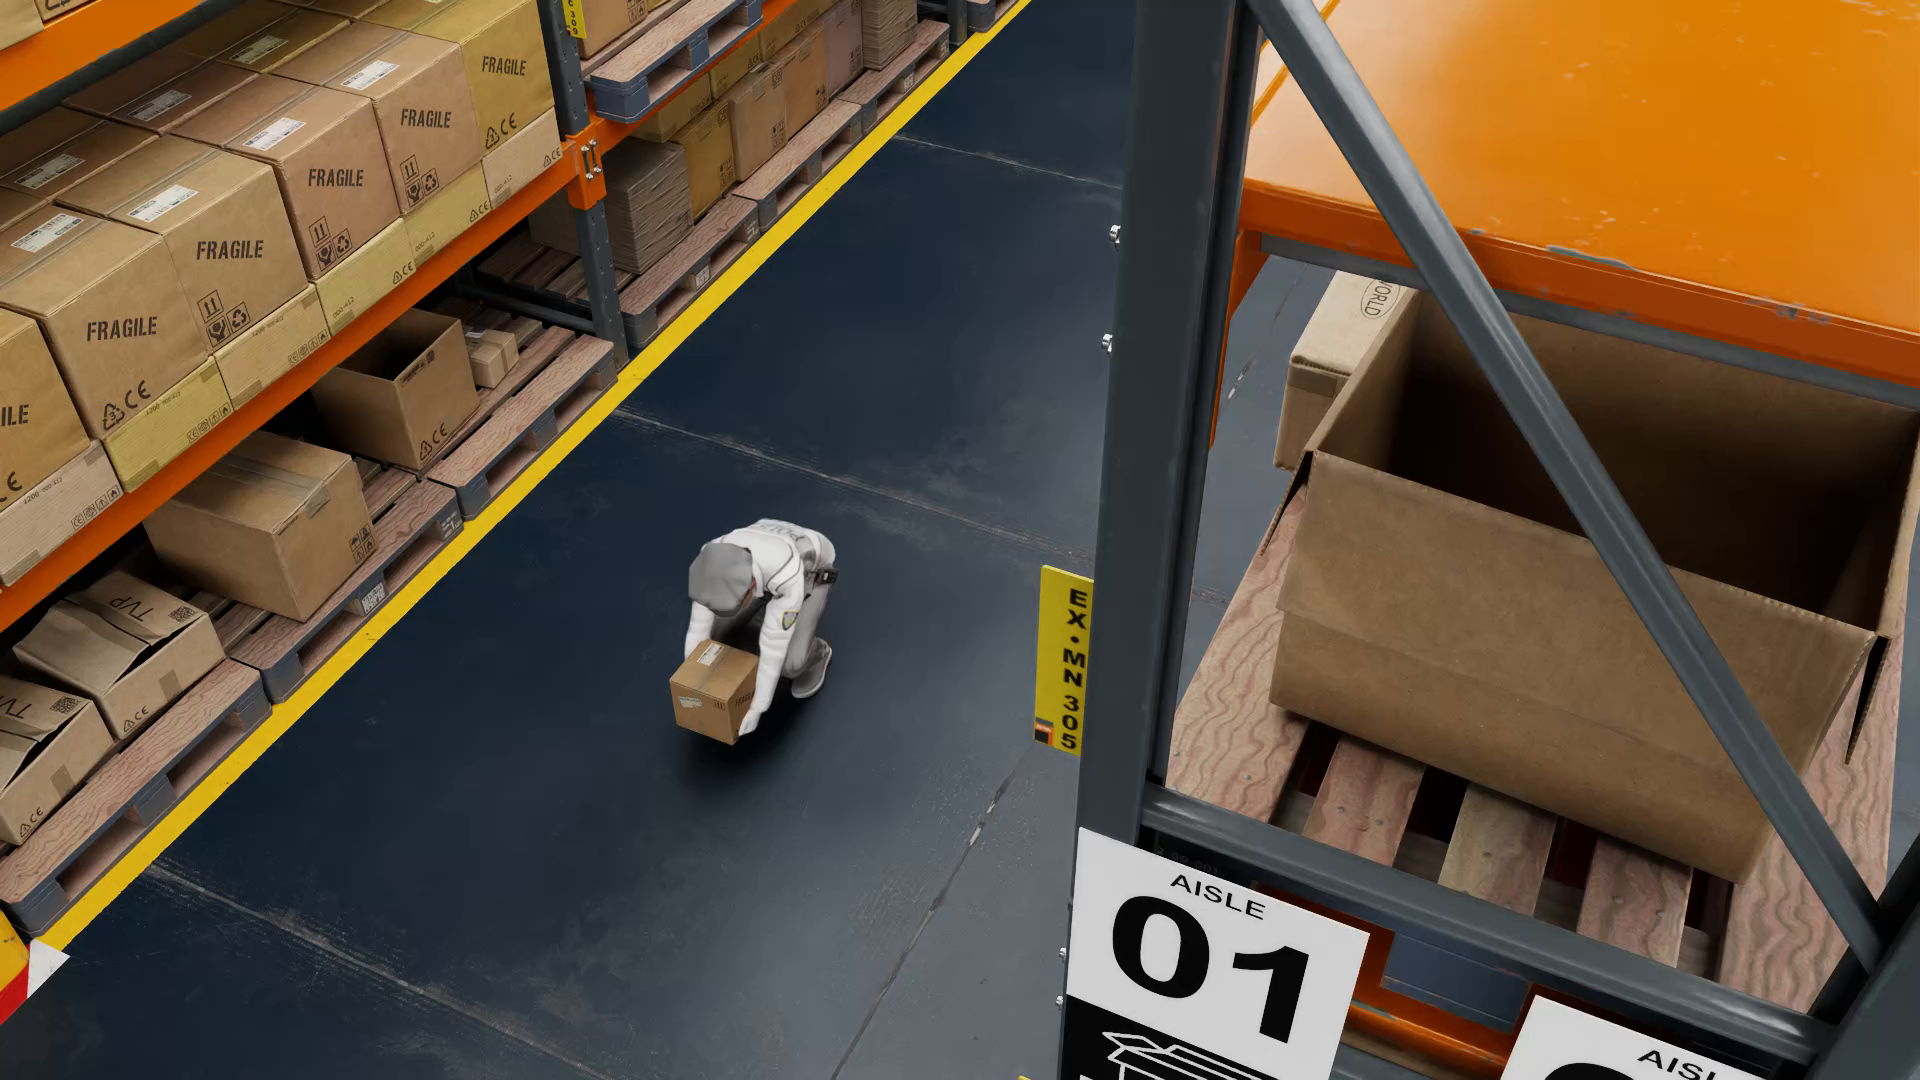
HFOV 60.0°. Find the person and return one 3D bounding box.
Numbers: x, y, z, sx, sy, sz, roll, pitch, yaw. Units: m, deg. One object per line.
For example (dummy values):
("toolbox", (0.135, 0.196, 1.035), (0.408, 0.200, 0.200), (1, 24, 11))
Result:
("person", (-0.774, 0.252, 6.404), (0.466, 0.979, 0.851), (16, 45, 17))
